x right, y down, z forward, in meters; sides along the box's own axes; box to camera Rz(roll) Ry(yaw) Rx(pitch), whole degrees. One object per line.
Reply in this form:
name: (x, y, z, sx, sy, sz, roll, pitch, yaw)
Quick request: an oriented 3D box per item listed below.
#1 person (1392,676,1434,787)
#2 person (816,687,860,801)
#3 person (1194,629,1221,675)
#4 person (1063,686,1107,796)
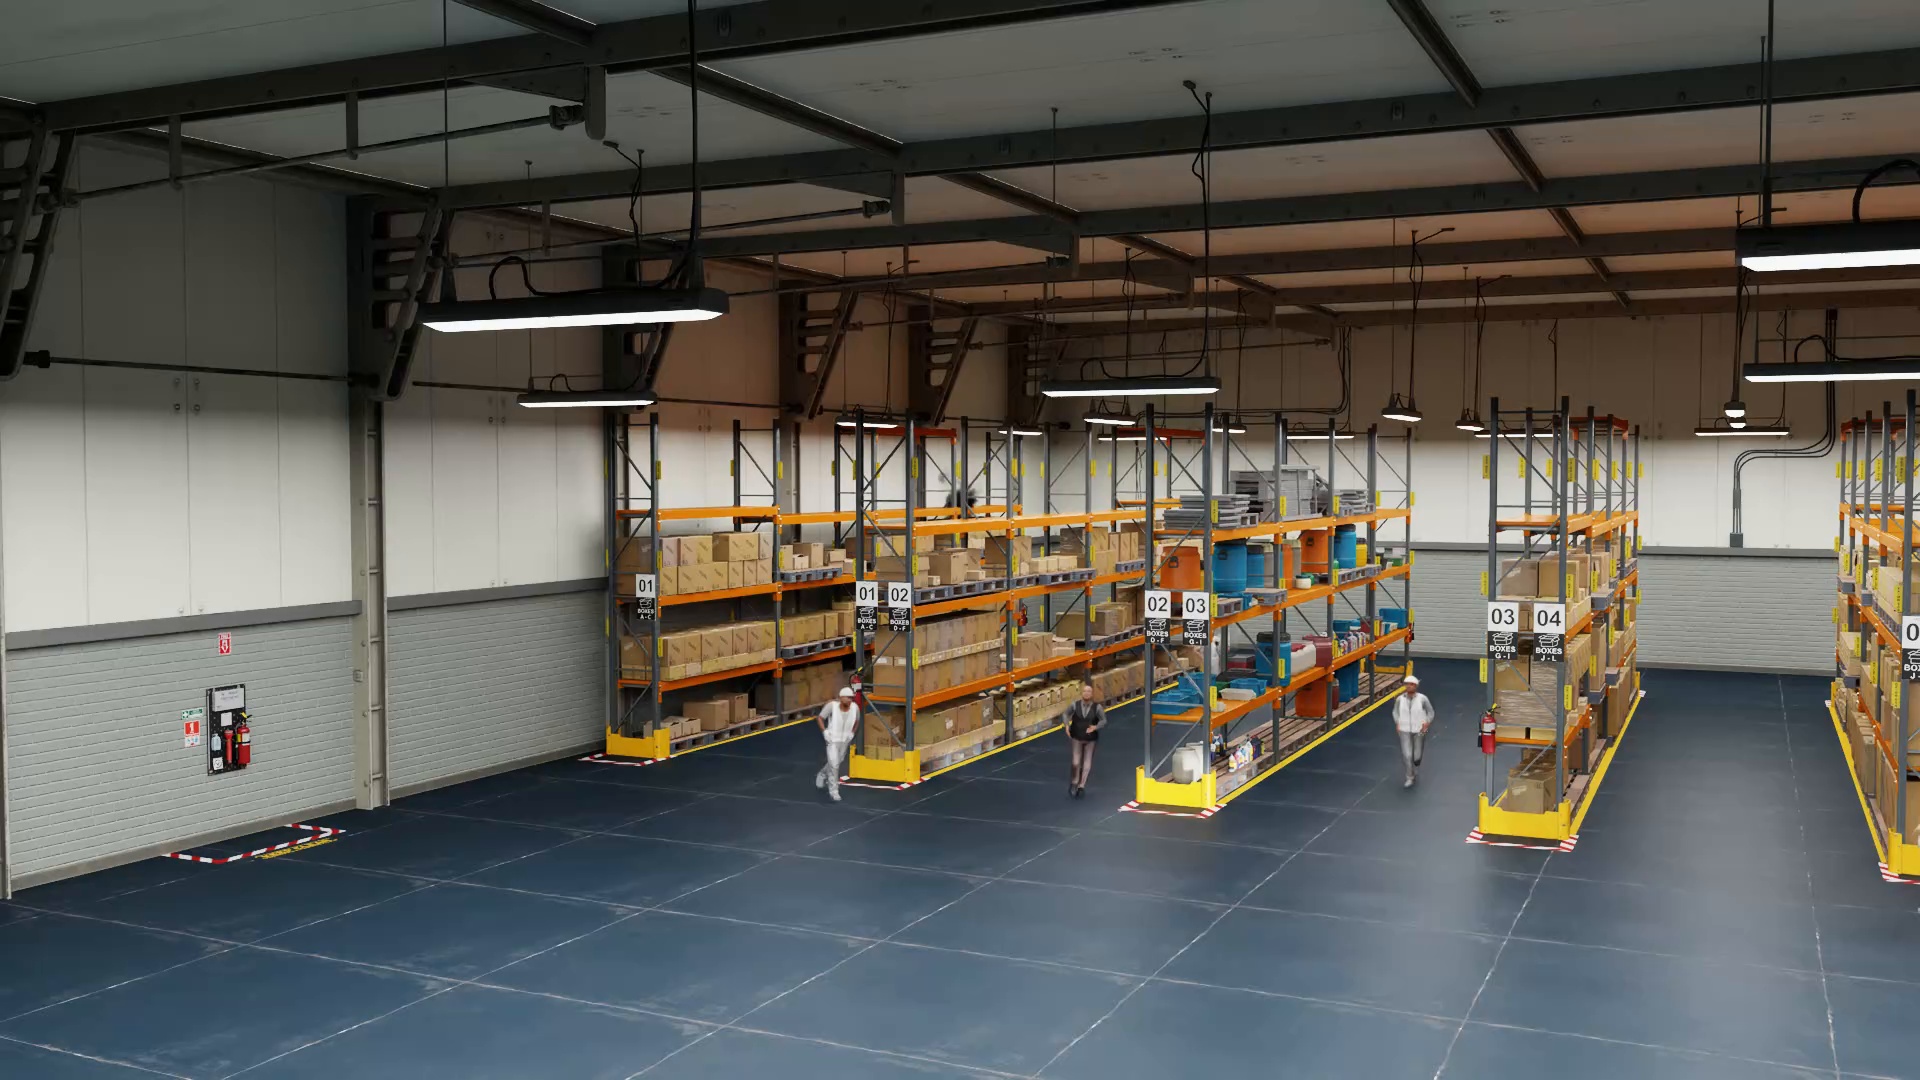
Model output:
person: (7.199, 3.029, 26.459, 0.660, 1.746, 0.578, 1, 3, 23)
person: (-1.911, 3.090, 25.599, 0.673, 1.730, 0.960, -1, 3, -28)
person: (5.282, 2.647, 35.224, 0.657, 1.768, 0.650, 1, 3, 18)
person: (1.913, 3.080, 25.472, 0.687, 1.703, 0.598, 0, 2, 4)
